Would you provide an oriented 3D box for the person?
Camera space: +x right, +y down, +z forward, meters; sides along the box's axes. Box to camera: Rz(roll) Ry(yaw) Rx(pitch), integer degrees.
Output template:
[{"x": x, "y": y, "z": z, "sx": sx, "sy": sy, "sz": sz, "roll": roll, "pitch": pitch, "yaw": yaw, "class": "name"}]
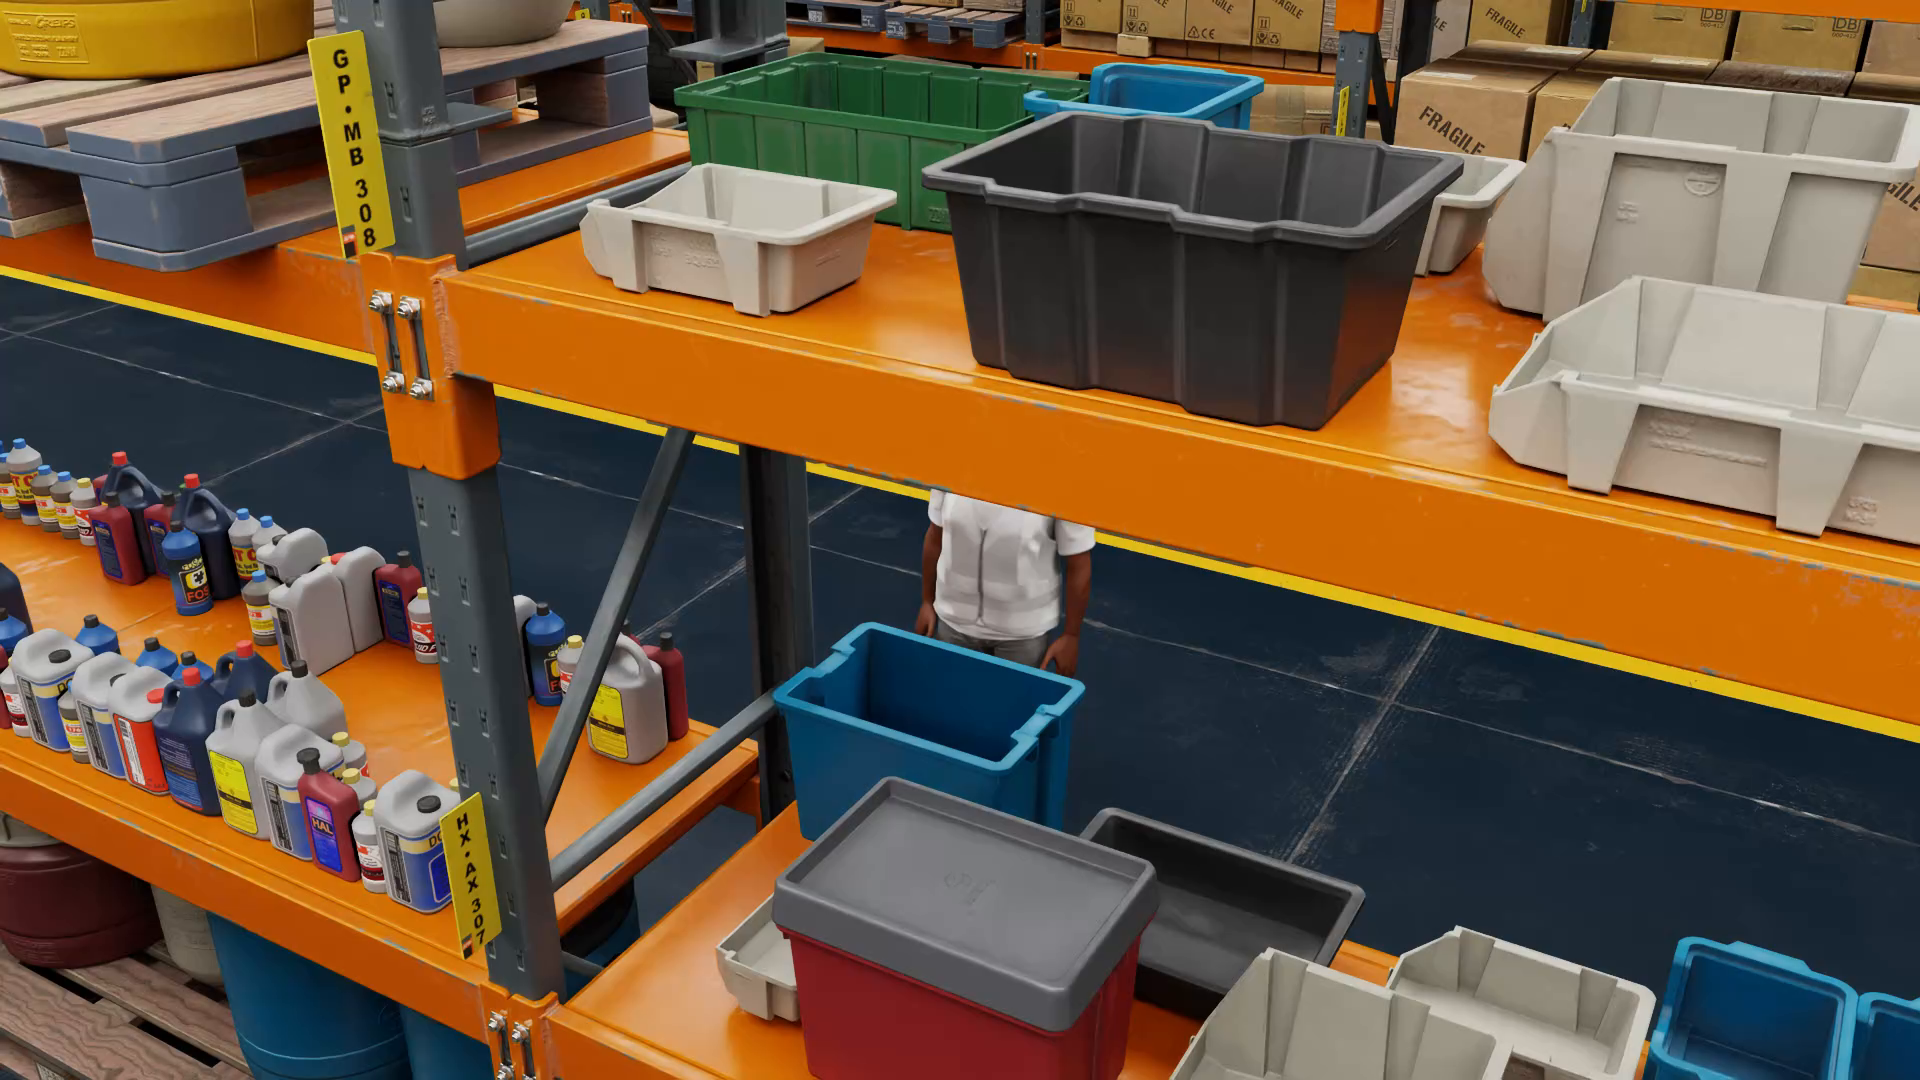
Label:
[{"x": 0.134, "y": 0.273, "z": 5.499, "sx": 0.586, "sy": 1.781, "sz": 0.402, "roll": 11, "pitch": 28, "yaw": 21, "class": "person"}]
